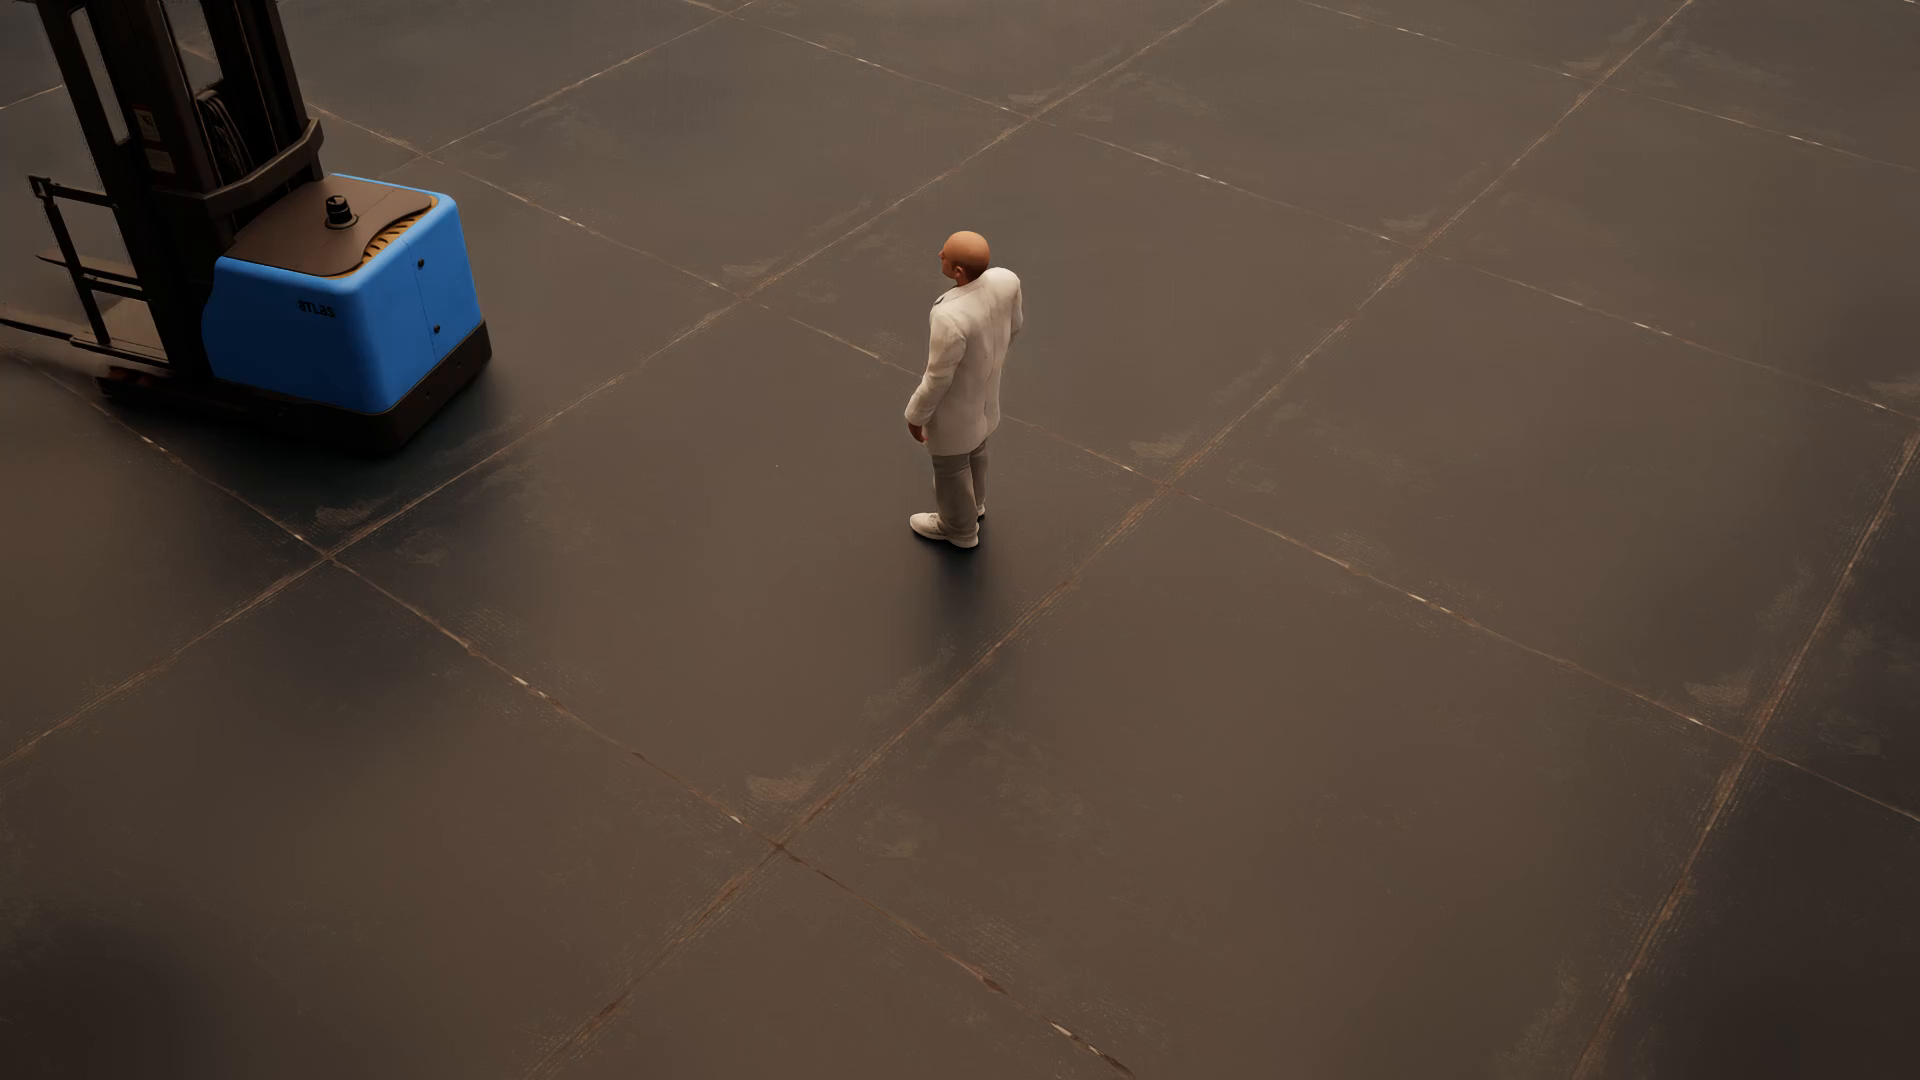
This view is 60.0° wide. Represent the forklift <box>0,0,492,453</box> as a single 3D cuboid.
[{"bbox_3d":[-4.232,-2.160,8.607,3.031,2.935,1.130,13,42,15],"label":"forklift"}]

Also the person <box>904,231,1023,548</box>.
[{"bbox_3d":[-0.070,-0.720,7.796,0.578,1.778,0.698,26,47,28],"label":"person"}]
